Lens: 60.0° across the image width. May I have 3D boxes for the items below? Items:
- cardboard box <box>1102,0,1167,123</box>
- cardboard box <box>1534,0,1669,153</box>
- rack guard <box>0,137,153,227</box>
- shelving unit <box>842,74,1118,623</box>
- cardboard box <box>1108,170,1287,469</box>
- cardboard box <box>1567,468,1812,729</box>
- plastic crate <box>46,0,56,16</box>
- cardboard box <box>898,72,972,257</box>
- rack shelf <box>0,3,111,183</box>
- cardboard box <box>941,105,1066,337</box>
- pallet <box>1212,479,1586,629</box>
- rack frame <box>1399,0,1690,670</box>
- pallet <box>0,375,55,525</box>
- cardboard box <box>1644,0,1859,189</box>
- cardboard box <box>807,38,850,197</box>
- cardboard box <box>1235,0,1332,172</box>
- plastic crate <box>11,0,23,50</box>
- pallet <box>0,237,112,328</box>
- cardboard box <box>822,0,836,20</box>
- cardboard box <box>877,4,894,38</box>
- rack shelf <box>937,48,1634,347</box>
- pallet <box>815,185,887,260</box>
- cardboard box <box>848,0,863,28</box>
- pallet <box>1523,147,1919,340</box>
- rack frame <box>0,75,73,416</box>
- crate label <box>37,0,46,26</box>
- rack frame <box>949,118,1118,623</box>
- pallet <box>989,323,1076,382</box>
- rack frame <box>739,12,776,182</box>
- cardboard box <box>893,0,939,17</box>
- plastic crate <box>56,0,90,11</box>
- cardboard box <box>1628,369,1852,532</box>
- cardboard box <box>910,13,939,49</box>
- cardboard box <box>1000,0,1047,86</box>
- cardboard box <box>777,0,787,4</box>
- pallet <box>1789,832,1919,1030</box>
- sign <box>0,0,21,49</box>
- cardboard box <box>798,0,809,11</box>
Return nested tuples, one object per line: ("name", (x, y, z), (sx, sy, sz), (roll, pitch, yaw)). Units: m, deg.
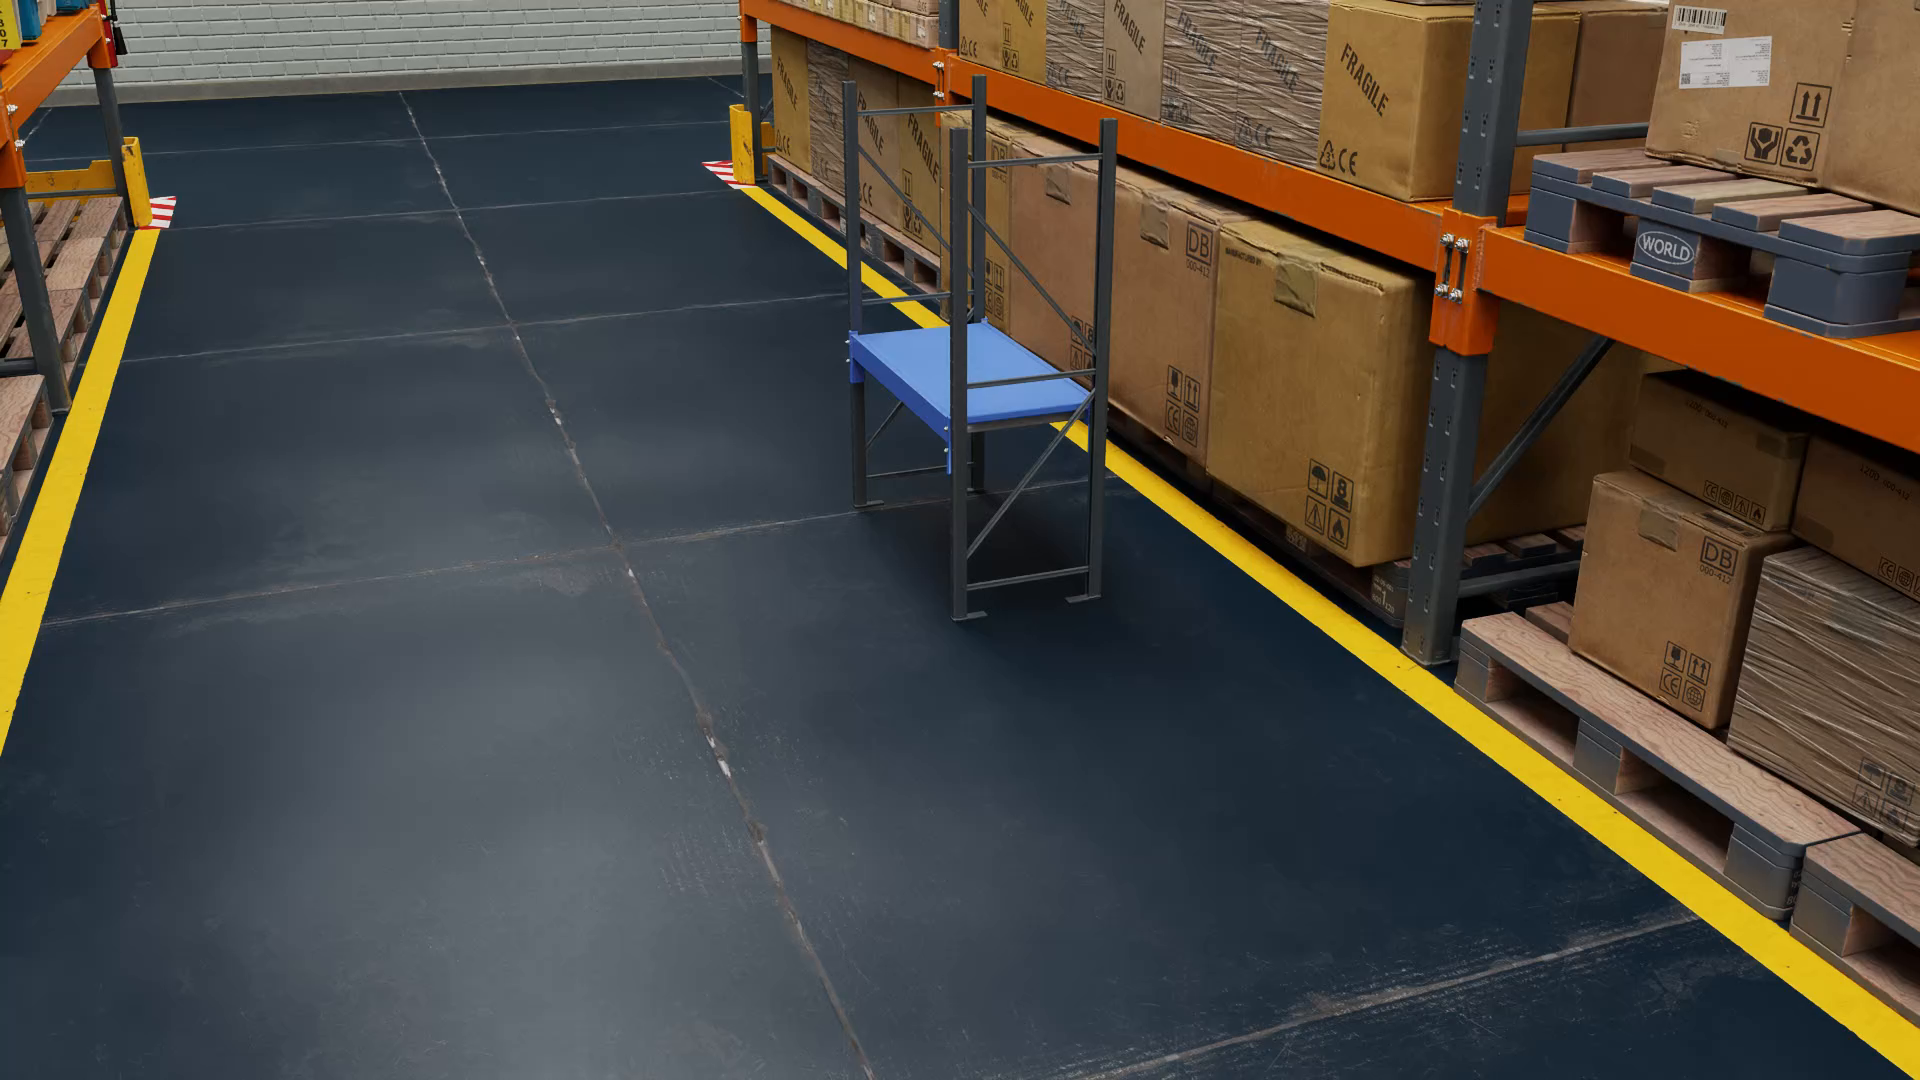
("cardboard box", (0.858, -1.842, 6.128), (0.500, 0.500, 0.500), (-8, 24, -18))
("cardboard box", (1.883, -1.355, 4.974), (0.500, 0.500, 0.500), (-8, 24, -17))
("rack guard", (-5.680, -2.177, 10.272), (1.175, 0.500, 0.348), (-8, 24, -19))
("shelving unit", (0.030, -0.660, 5.385), (0.538, 1.500, 1.048), (-8, 24, -19))
("cardboard box", (1.269, -0.888, 6.190), (1.225, 0.875, 0.875), (-8, 24, -19))
("cardboard box", (2.056, 0.095, 4.315), (0.700, 0.500, 0.500), (-10, 25, -22))
("plastic crate", (-5.202, -2.957, 9.166), (0.396, 0.136, 0.243), (-8, 24, -19))
("cardboard box", (0.229, -2.014, 8.860), (0.875, 0.875, 0.875), (-8, 24, -19))
("rack shelf", (-4.953, -2.264, 8.186), (1.077, 0.370, 4.000), (-8, 24, -19))
("cardboard box", (0.632, -1.533, 7.720), (1.225, 0.875, 0.875), (-8, 24, -19))
("pallet", (1.593, -0.107, 5.732), (1.003, 0.211, 1.213), (-8, 24, -19))
("rack frame", (1.801, -1.095, 4.486), (1.000, 3.000, 0.127), (-8, 24, -19))
("pallet", (-4.013, -0.298, 6.185), (1.003, 0.211, 1.213), (-8, 24, -19))
("cardboard box", (2.029, -1.144, 3.932), (0.500, 0.500, 0.500), (-12, 25, -25))
("cardboard box", (-0.403, -2.664, 10.403), (0.875, 0.875, 0.875), (-8, 24, -19))
("cardboard box", (1.224, -1.468, 5.243), (0.500, 0.500, 0.500), (-9, 24, -19))
("plastic crate", (-4.613, -2.422, 7.710), (0.437, 0.282, 0.530), (-8, 24, -19))
("pallet", (-4.977, -1.290, 8.538), (1.003, 0.211, 1.213), (-8, 24, -19))
("cardboard box", (-0.570, -3.058, 9.467), (0.380, 0.149, 0.250), (-8, 24, -18))
("cardboard box", (-0.208, -2.685, 8.582), (0.380, 0.149, 0.250), (-9, 24, -20))
("rack shelf", (1.094, -1.490, 6.350), (1.077, 0.370, 4.000), (-8, 24, -19))
("pallet", (-0.243, -1.994, 10.210), (1.003, 0.211, 1.213), (-8, 24, -19))
("cardboard box", (-0.391, -2.872, 9.026), (0.380, 0.149, 0.250), (-8, 24, -18))
("pallet", (2.152, -0.762, 3.943), (1.213, 0.211, 1.003), (-8, 24, -19))
("rack frame", (-4.246, -1.869, 6.322), (1.000, 3.000, 0.127), (-8, 24, -19))
("crate label", (-4.992, -2.752, 8.679), (0.396, 0.136, 0.243), (-8, 24, -19))
("rack frame", (0.210, -0.475, 4.947), (0.500, 1.500, 0.032), (-8, 24, -19))
("pallet", (0.731, -0.993, 7.835), (1.003, 0.211, 1.213), (-8, 24, -19))
("rack frame", (-1.026, -4.002, 11.383), (1.000, 3.000, 0.127), (-8, 24, -19))
("cardboard box", (-0.014, -2.741, 8.201), (0.500, 0.250, 0.500), (-9, 24, -20))
("plastic crate", (-5.366, -3.270, 9.524), (0.616, 0.435, 0.499), (-8, 24, -19))
("cardboard box", (2.065, -0.252, 4.172), (0.500, 0.250, 0.500), (-7, 24, -17))
("cardboard box", (-0.027, -2.498, 8.139), (0.380, 0.149, 0.250), (-8, 24, -19))
("cardboard box", (0.495, -2.210, 7.004), (0.500, 0.500, 0.500), (-8, 24, -19))
("cardboard box", (-0.933, -3.431, 10.352), (0.380, 0.149, 0.250), (-9, 24, -20))
("pallet", (2.502, 0.917, 3.303), (1.003, 0.211, 1.213), (-8, 24, -19))
("sign", (-3.731, -2.071, 6.446), (0.100, 0.325, 0.005), (-8, 24, -19))
("cardboard box", (-0.752, -3.245, 9.910), (0.380, 0.149, 0.250), (-9, 24, -20))
